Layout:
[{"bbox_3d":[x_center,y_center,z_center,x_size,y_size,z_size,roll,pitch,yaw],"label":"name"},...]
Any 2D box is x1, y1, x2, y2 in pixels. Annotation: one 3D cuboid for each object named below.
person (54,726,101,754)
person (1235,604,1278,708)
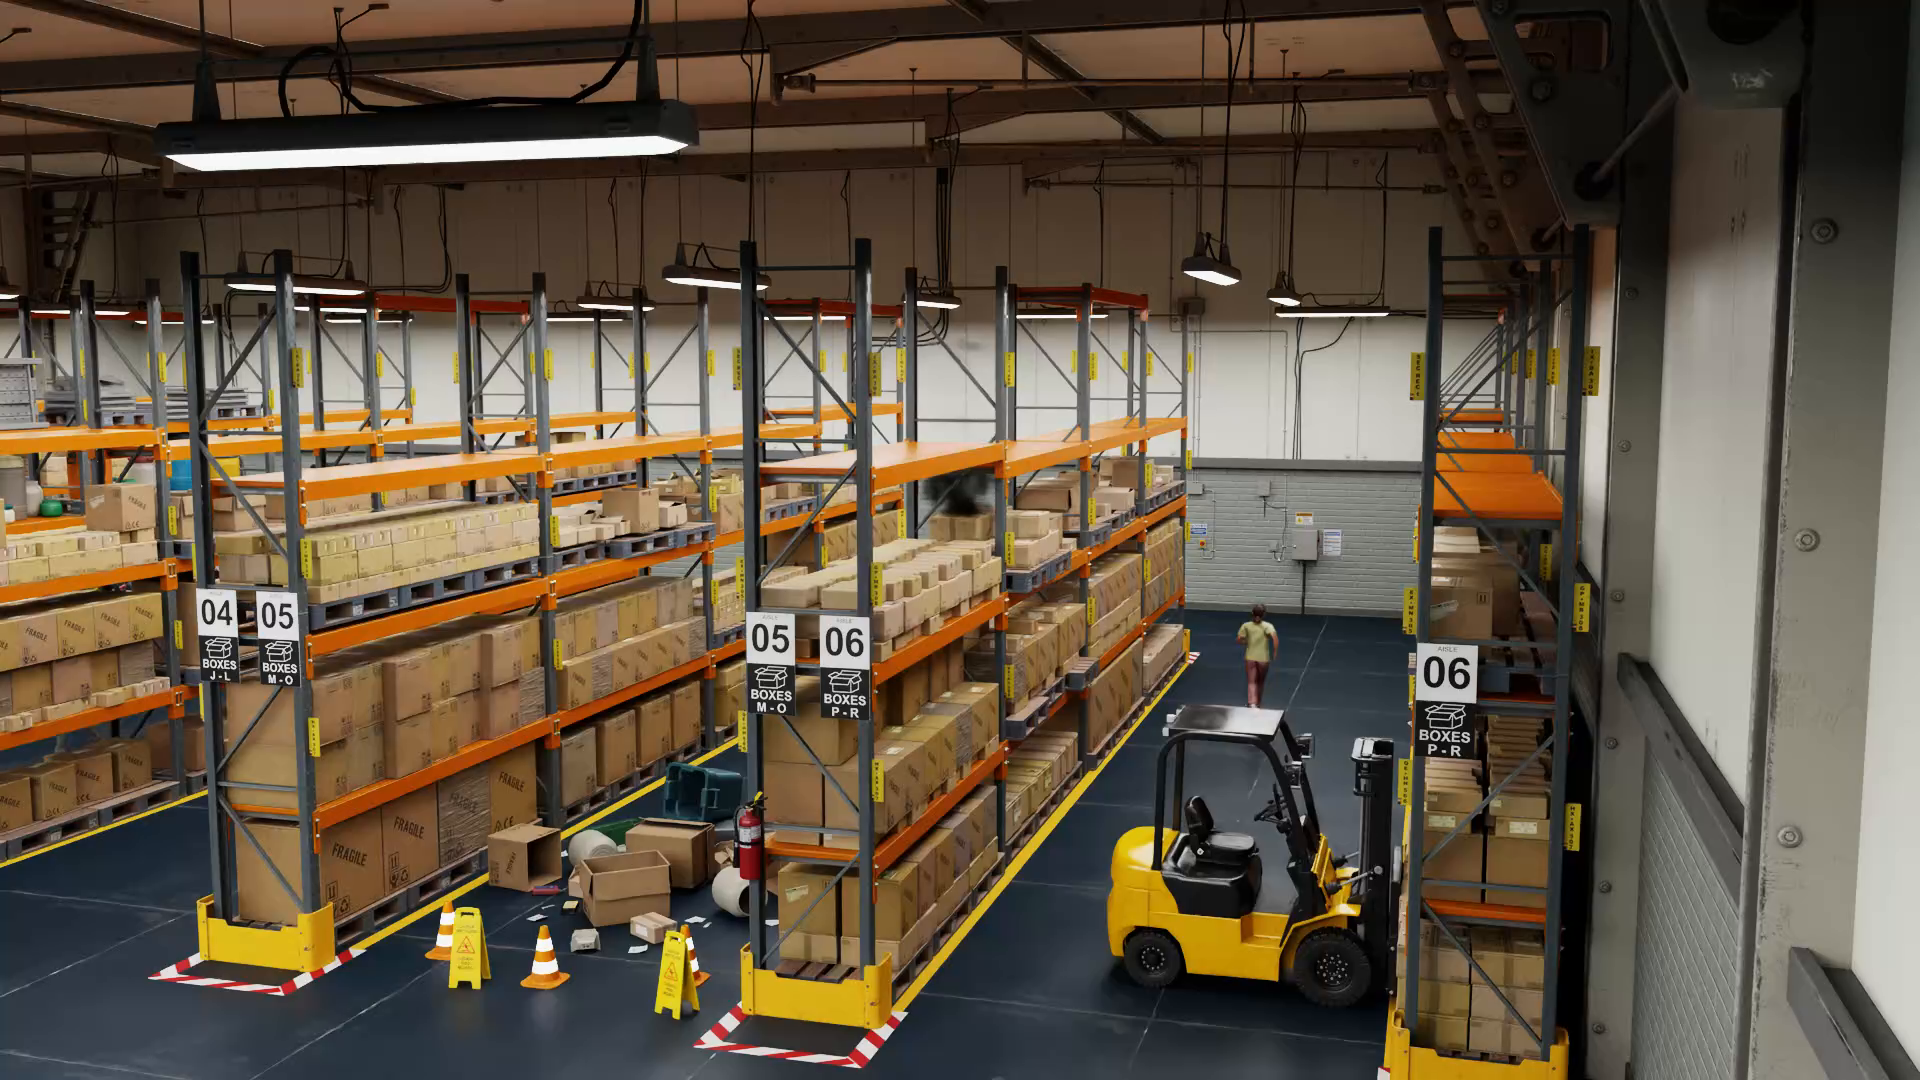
[{"bbox_3d":[-11.148,2.026,20.919,0.534,1.627,0.830,1,6,6],"label":"person"},{"bbox_3d":[4.163,1.733,23.342,0.599,1.664,1.008,1,7,13],"label":"person"}]
